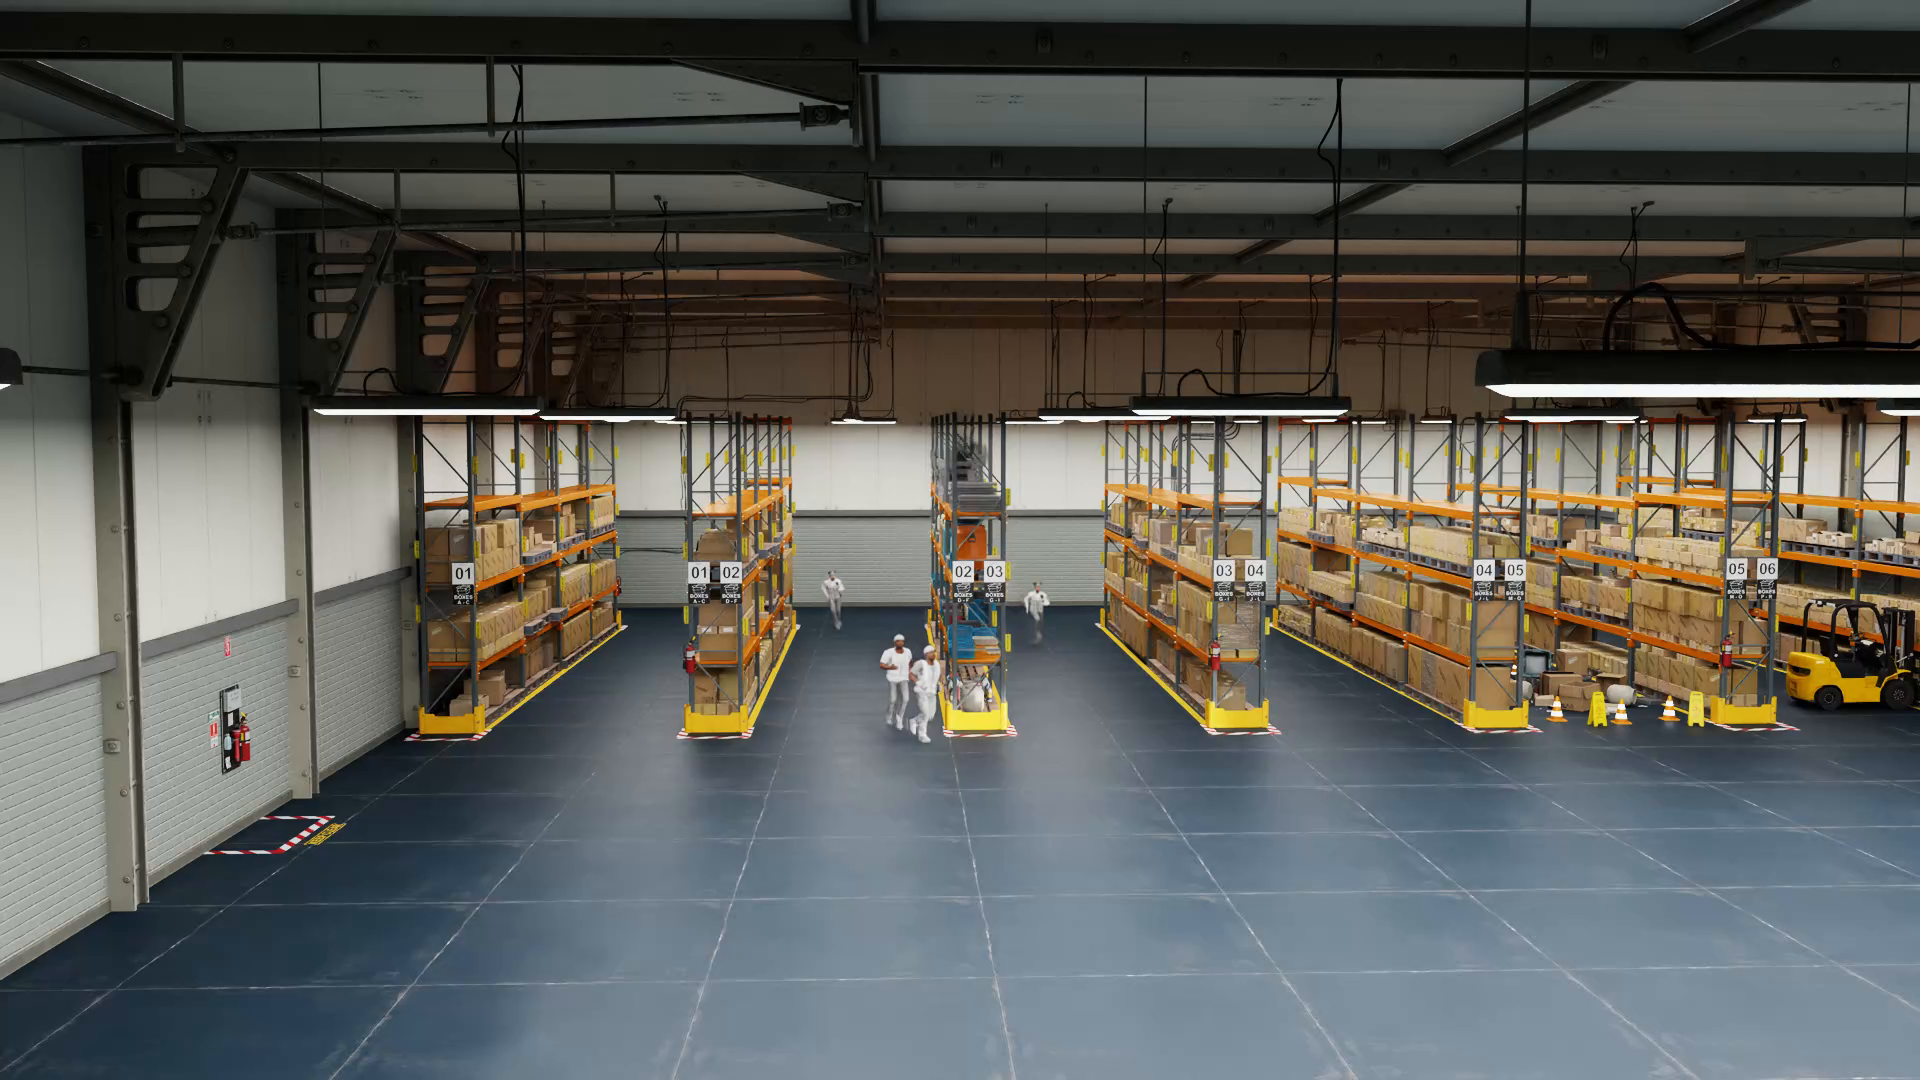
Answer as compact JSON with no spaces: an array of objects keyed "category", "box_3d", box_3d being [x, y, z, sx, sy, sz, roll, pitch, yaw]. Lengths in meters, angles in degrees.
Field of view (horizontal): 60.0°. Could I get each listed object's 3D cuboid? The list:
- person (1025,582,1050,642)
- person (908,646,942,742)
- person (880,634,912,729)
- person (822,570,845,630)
[{"category":"person","box_3d":[2.015,1.885,43.299,0.608,1.639,0.914,-1,4,-8]},{"category":"person","box_3d":[-0.628,2.795,30.496,0.726,1.730,0.650,-3,5,-38]},{"category":"person","box_3d":[-1.188,2.704,31.646,0.709,1.837,0.684,-1,4,-20]},{"category":"person","box_3d":[-3.588,1.693,47.182,0.607,1.704,0.732,-1,4,-19]}]
